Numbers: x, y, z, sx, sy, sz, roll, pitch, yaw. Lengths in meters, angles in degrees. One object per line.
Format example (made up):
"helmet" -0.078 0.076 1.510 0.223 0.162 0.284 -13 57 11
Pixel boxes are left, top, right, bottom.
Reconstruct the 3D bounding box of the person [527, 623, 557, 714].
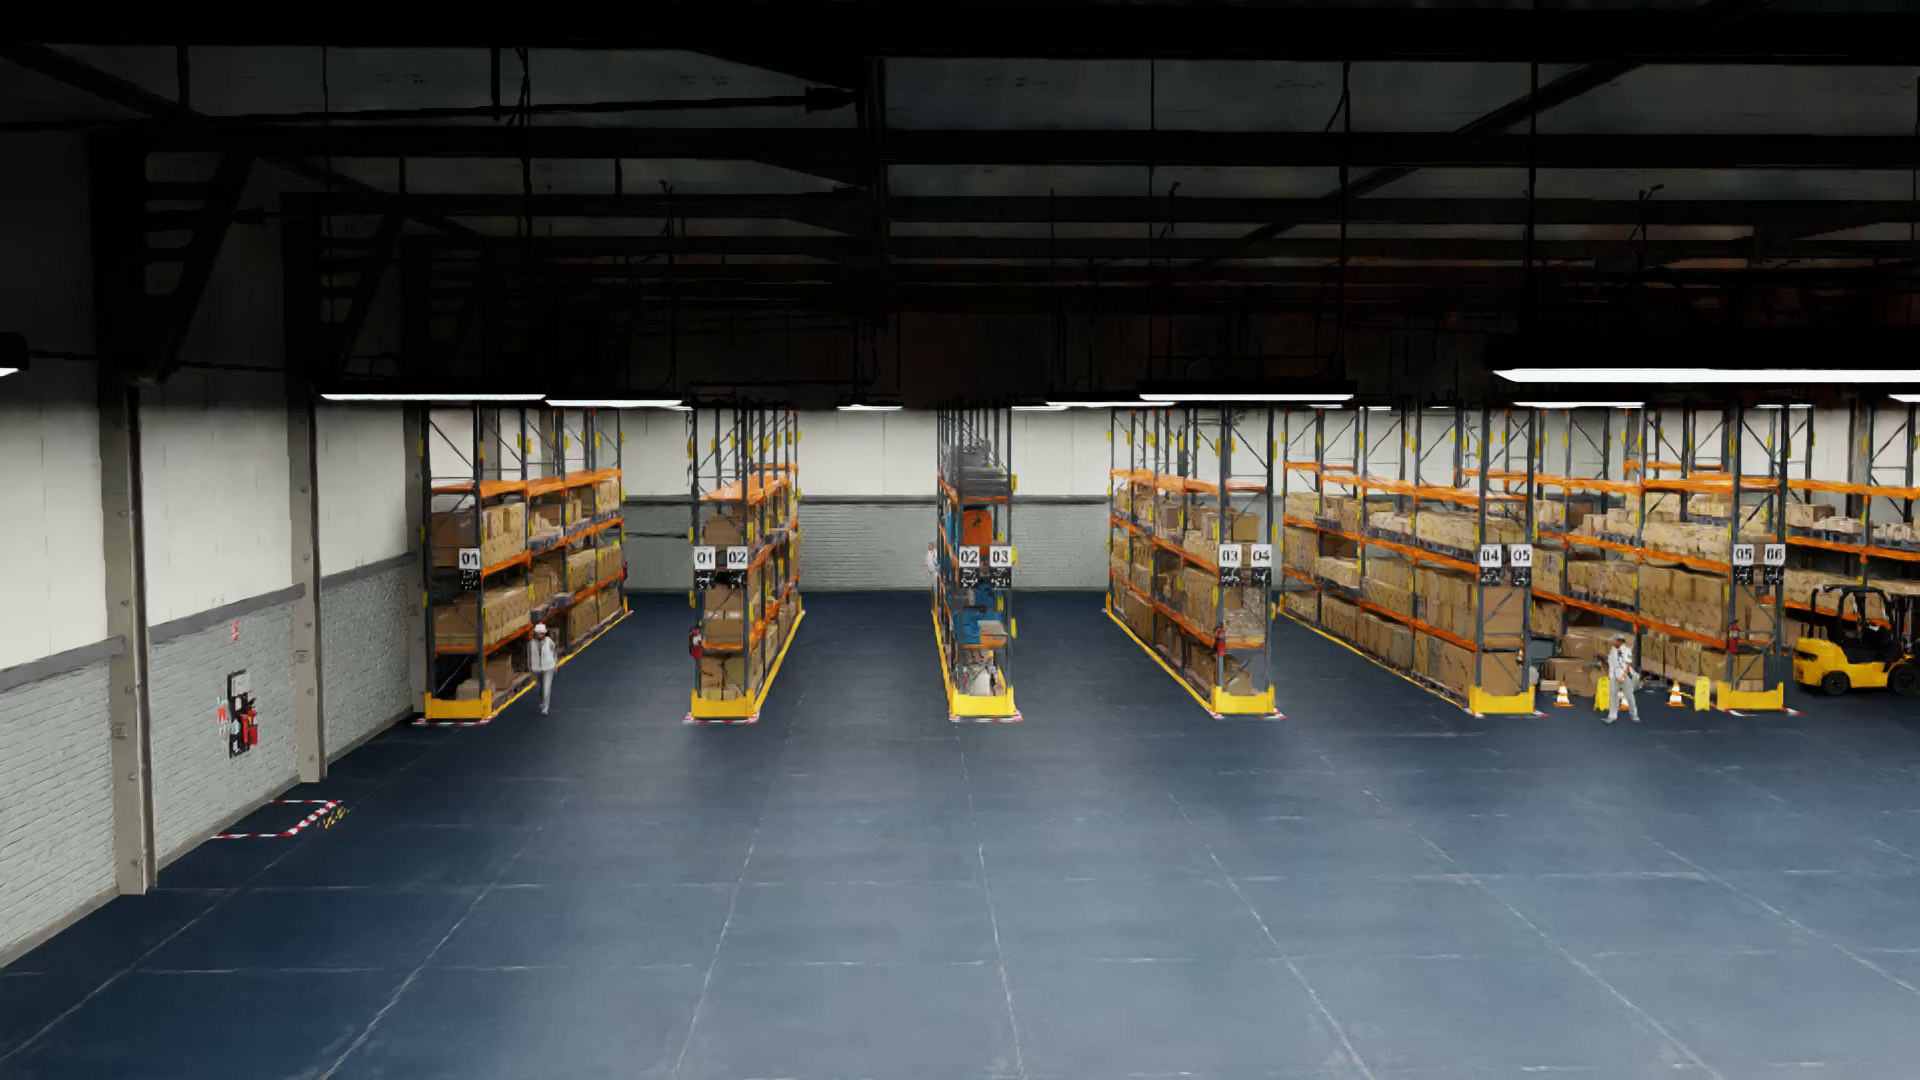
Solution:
"person" -7.979 2.417 31.679 0.543 1.700 1.115 0 4 0

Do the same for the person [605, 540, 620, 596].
"person" -10.781 0.865 51.535 0.740 1.752 0.514 -4 6 -42

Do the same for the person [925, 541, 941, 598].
"person" -0.761 0.932 50.898 0.532 1.800 0.641 -4 6 -40

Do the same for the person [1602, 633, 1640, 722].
"person" 12.232 2.529 30.709 0.688 1.649 0.518 -3 5 -31
